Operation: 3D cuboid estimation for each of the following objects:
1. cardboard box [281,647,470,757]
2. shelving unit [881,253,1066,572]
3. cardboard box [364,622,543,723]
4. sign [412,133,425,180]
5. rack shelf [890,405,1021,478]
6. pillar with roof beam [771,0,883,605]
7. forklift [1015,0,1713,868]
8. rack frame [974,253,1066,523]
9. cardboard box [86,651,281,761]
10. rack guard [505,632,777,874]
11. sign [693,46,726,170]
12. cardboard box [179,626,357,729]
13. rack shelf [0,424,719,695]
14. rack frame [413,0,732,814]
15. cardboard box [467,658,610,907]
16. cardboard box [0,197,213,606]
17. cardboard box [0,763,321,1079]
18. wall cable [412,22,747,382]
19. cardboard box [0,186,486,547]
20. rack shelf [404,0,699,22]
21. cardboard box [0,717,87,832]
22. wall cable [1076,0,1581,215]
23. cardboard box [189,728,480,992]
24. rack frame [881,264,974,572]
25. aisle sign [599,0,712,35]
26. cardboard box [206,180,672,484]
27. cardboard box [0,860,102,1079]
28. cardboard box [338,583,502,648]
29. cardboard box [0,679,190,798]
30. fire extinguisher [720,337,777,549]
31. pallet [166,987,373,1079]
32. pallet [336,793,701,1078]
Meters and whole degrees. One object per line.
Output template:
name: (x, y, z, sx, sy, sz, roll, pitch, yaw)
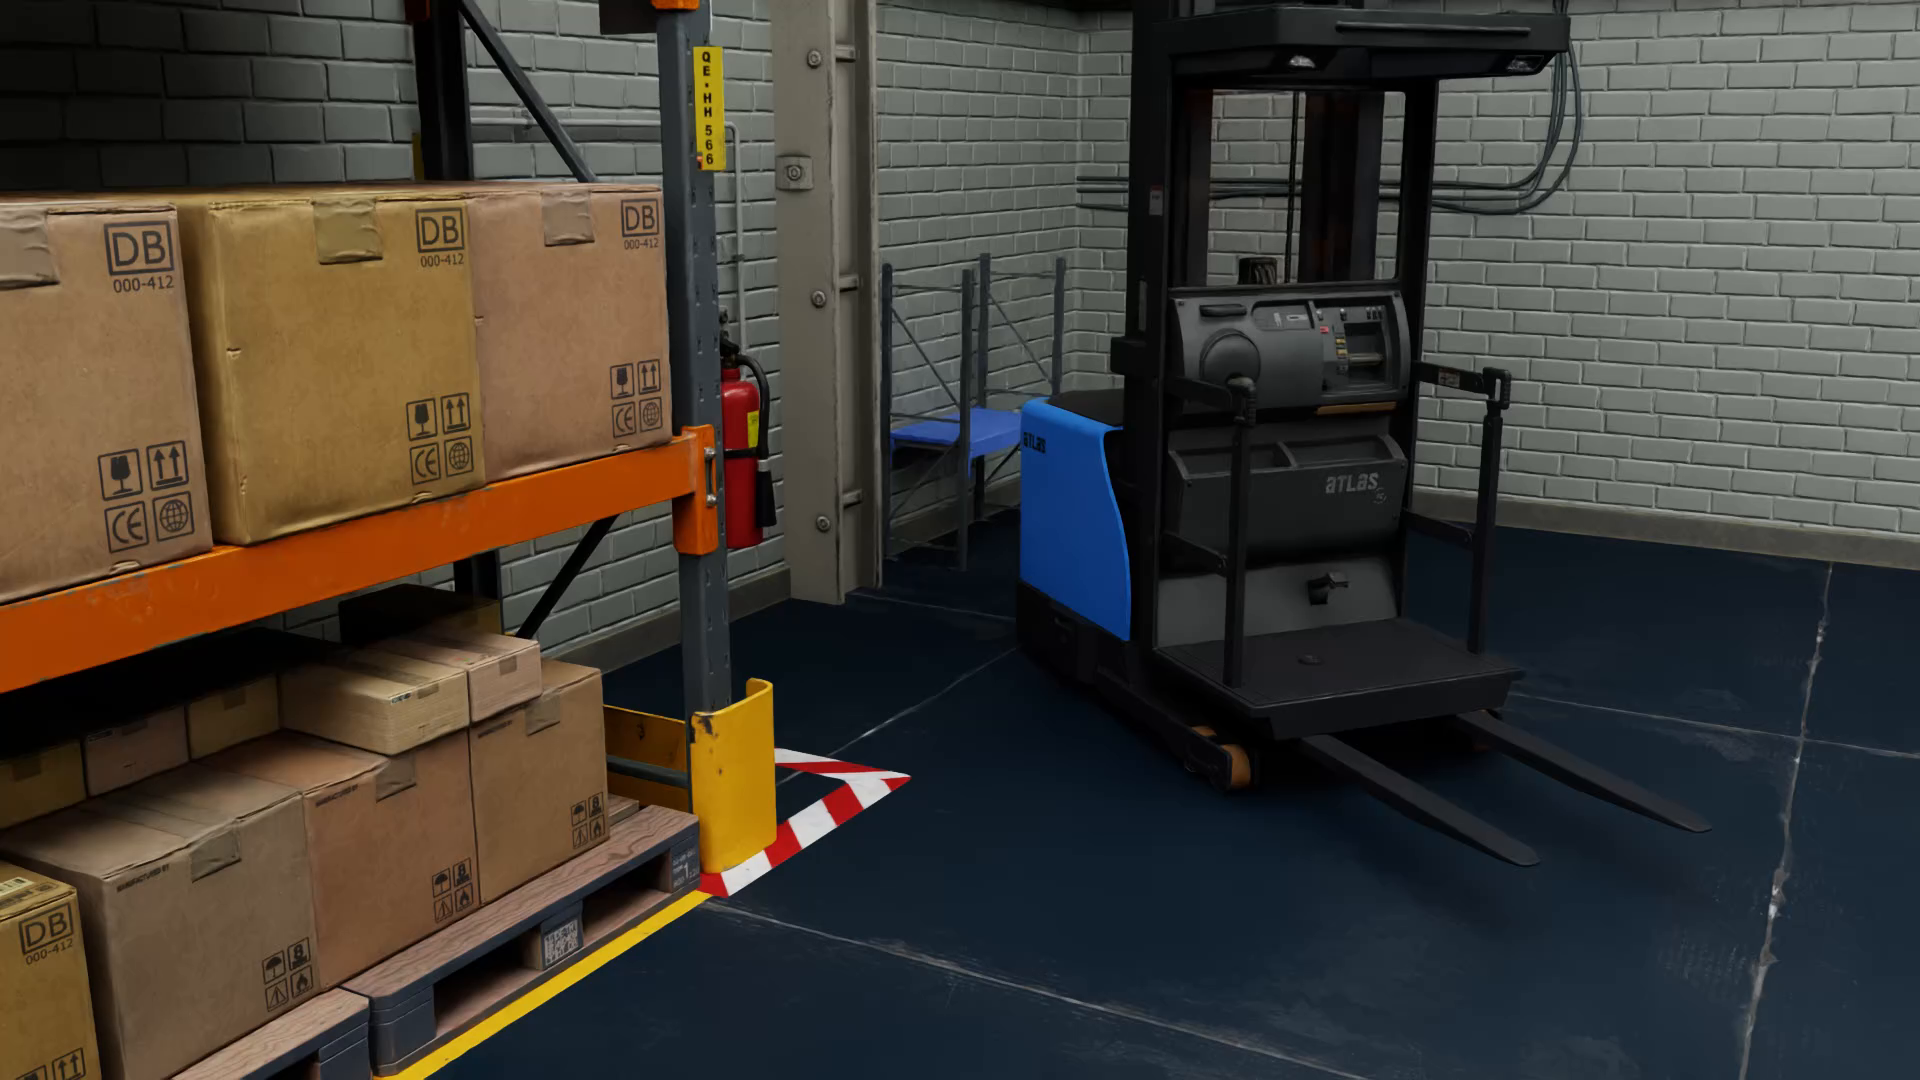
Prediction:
cardboard box: (-1.429, 0.390, 4.068, 0.380, 0.149, 0.250, 8, 16, 30)
shelving unit: (0.074, -0.705, 8.718, 0.538, 1.500, 1.048, 9, 16, 28)
cardboard box: (-1.306, 0.338, 4.286, 0.380, 0.149, 0.250, 7, 15, 27)
sign: (-1.635, -1.083, 5.111, 0.100, 0.325, 0.005, 7, 15, 28)
rack shelf: (0.070, -0.530, 8.761, 0.538, 0.185, 1.000, 9, 16, 28)
pillar with roof beam: (3.164, -3.641, 4.934, 9.100, 9.000, 0.400, 7, 15, 28)
forklift: (1.257, -0.693, 5.654, 1.130, 2.935, 3.031, -5, 15, -21)
rack frame: (0.322, -0.806, 9.150, 0.500, 1.500, 0.032, 9, 16, 28)
cardboard box: (-1.884, 0.398, 4.037, 0.380, 0.149, 0.250, 8, 15, 29)
rack guard: (-1.141, 0.650, 5.269, 1.175, 0.500, 0.348, 7, 15, 28)
sign: (-0.684, -1.174, 4.526, 0.100, 0.325, 0.005, 7, 15, 28)
cardboard box: (-1.762, 0.346, 4.250, 0.380, 0.149, 0.250, 7, 15, 28)
rack shelf: (-2.119, 0.200, 3.338, 1.077, 0.370, 4.000, 7, 15, 28)
rack frame: (-1.153, -0.560, 4.956, 1.000, 3.000, 0.127, 7, 15, 28)
cardboard box: (-1.403, 0.606, 4.557, 0.700, 0.500, 0.500, 7, 15, 28)
cardboard box: (-2.109, -0.294, 3.213, 0.980, 0.700, 0.700, 7, 15, 25)
cardboard box: (-1.888, 0.812, 3.703, 0.700, 0.500, 0.500, 7, 15, 26)
wall cable: (-1.362, -1.424, 6.371, 0.084, 1.984, 1.851, 7, 15, 28)
cardboard box: (-1.732, -0.449, 3.858, 0.980, 0.700, 0.700, 7, 15, 28)
rack shelf: (-2.119, -1.258, 2.987, 1.077, 0.370, 4.000, 7, 15, 28)
cardboard box: (-2.129, 0.503, 3.602, 0.380, 0.149, 0.250, 8, 15, 29)
wall cable: (1.895, -3.087, 9.262, 3.097, 2.526, 0.112, 7, 15, 28)
cardboard box: (-1.645, 0.709, 4.131, 0.700, 0.500, 0.500, 7, 15, 28)
rack frame: (-0.175, -0.604, 8.286, 0.500, 1.500, 0.032, 9, 16, 28)
aisle sign: (-0.855, -1.804, 4.571, 0.394, 0.787, 0.004, 7, 15, 28)
cardboard box: (-1.390, -0.600, 4.482, 0.980, 0.700, 0.700, 8, 16, 31)
cardboard box: (-2.139, 0.922, 3.246, 0.700, 0.500, 0.500, 8, 16, 29)
cardboard box: (-1.518, 0.242, 4.681, 0.380, 0.149, 0.250, 7, 15, 28)
cardboard box: (-2.006, 0.450, 3.820, 0.380, 0.149, 0.250, 8, 16, 29)
fire extinguisher: (-0.676, -0.320, 4.920, 0.296, 0.674, 0.183, 7, 15, 28)
pallet: (-2.061, 1.218, 3.531, 1.003, 0.211, 1.213, 7, 15, 28)
pallet: (-1.471, 0.969, 4.565, 1.003, 0.211, 1.213, 7, 15, 28)
